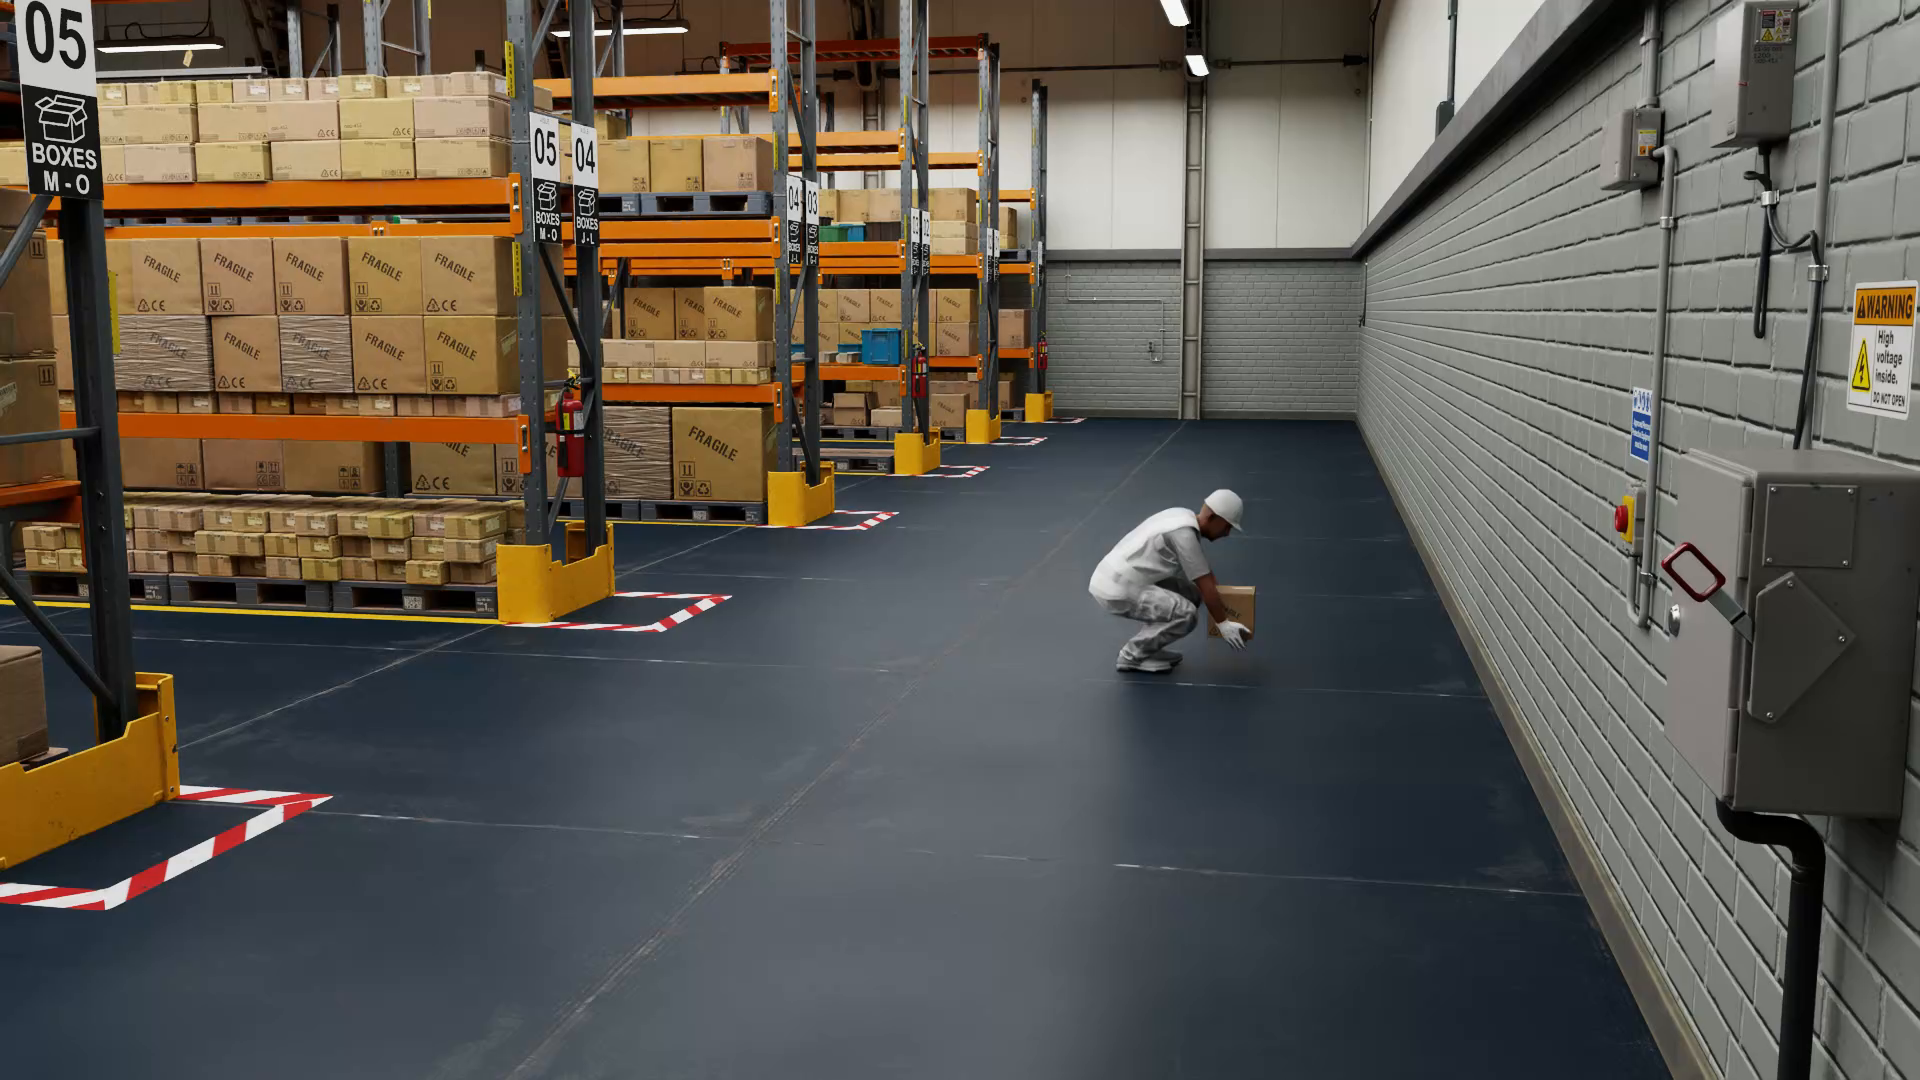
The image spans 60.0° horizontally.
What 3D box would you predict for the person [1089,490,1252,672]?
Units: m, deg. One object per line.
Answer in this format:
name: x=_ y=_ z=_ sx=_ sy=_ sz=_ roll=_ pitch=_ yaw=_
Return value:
person: x=1.182 y=0.217 z=9.290 sx=0.910 sy=1.005 sz=0.564 roll=1 pitch=8 yaw=10
